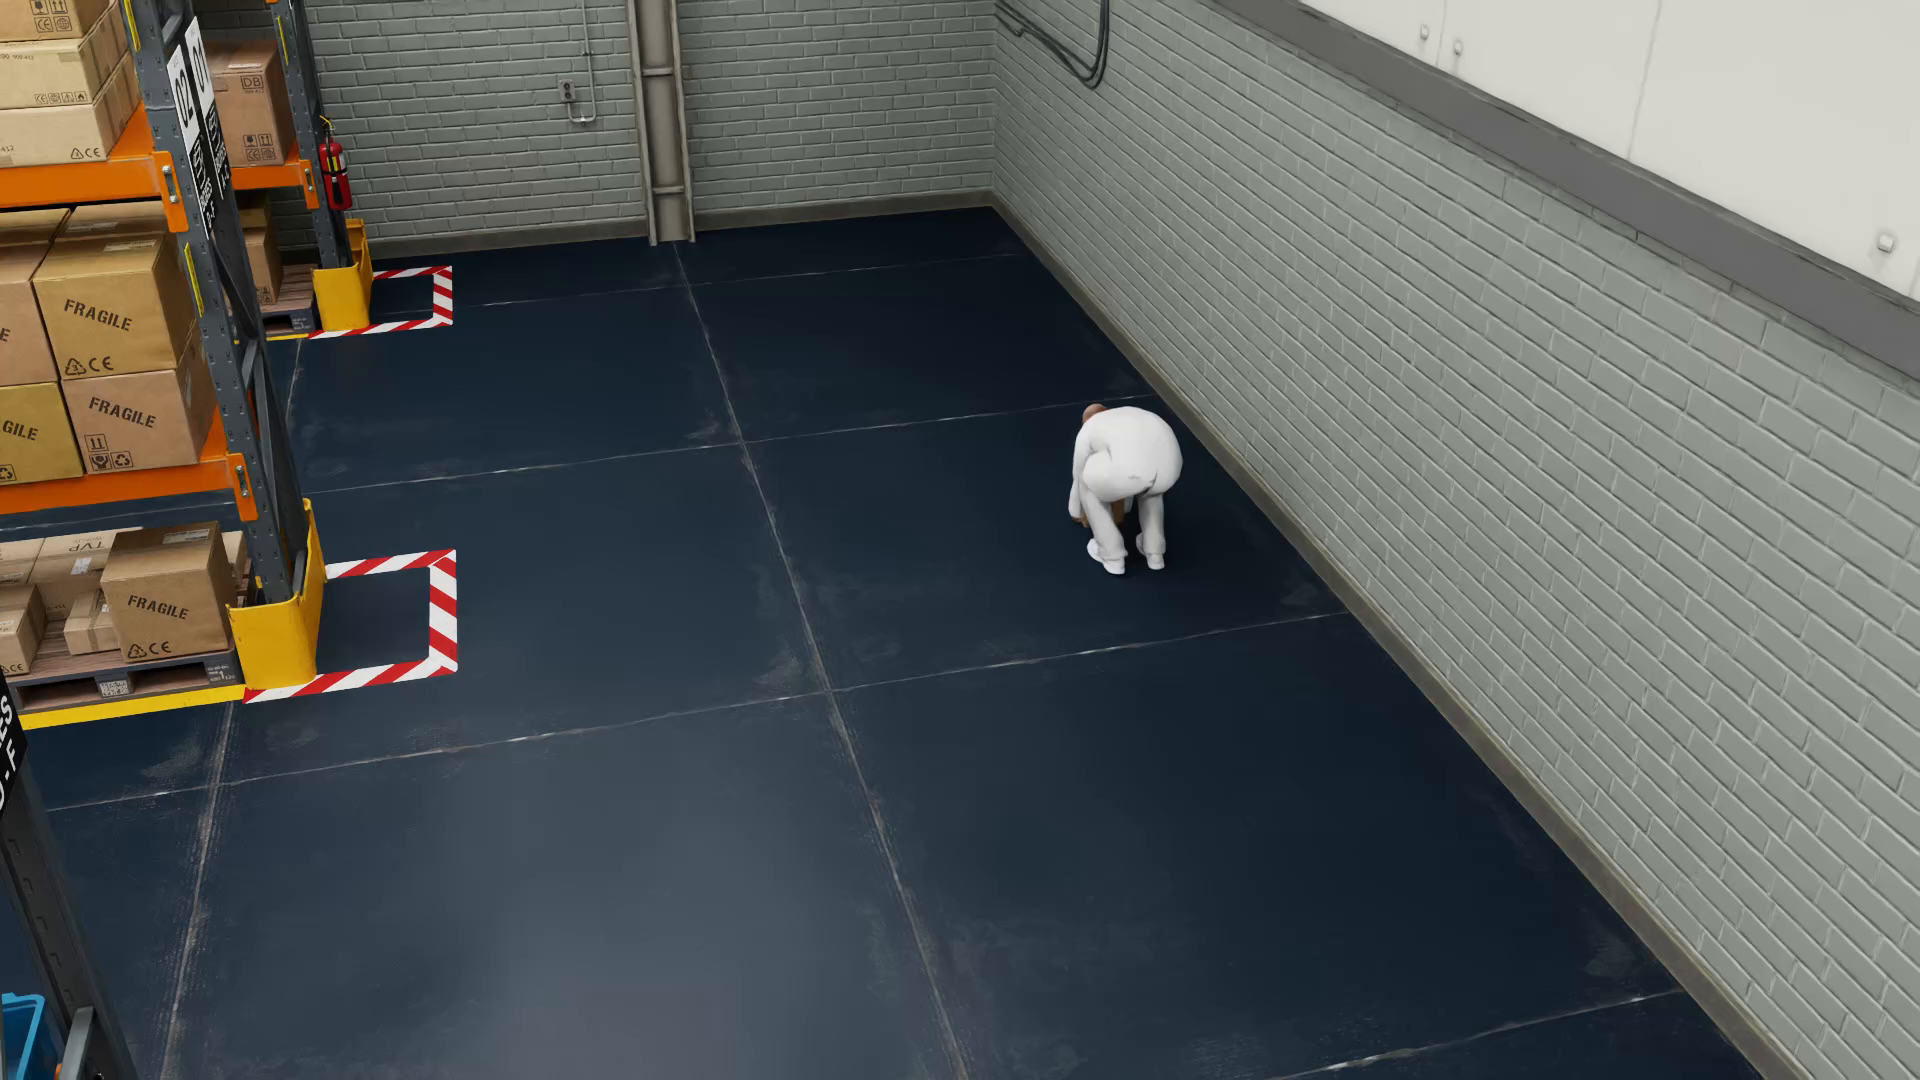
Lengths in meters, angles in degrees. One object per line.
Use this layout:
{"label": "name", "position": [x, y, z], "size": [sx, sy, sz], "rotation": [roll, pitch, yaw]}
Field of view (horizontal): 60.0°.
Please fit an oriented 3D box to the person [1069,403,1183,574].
{"label": "person", "position": [0.946, -0.369, 9.747], "size": [0.595, 0.943, 0.947], "rotation": [-9, 31, -15]}
